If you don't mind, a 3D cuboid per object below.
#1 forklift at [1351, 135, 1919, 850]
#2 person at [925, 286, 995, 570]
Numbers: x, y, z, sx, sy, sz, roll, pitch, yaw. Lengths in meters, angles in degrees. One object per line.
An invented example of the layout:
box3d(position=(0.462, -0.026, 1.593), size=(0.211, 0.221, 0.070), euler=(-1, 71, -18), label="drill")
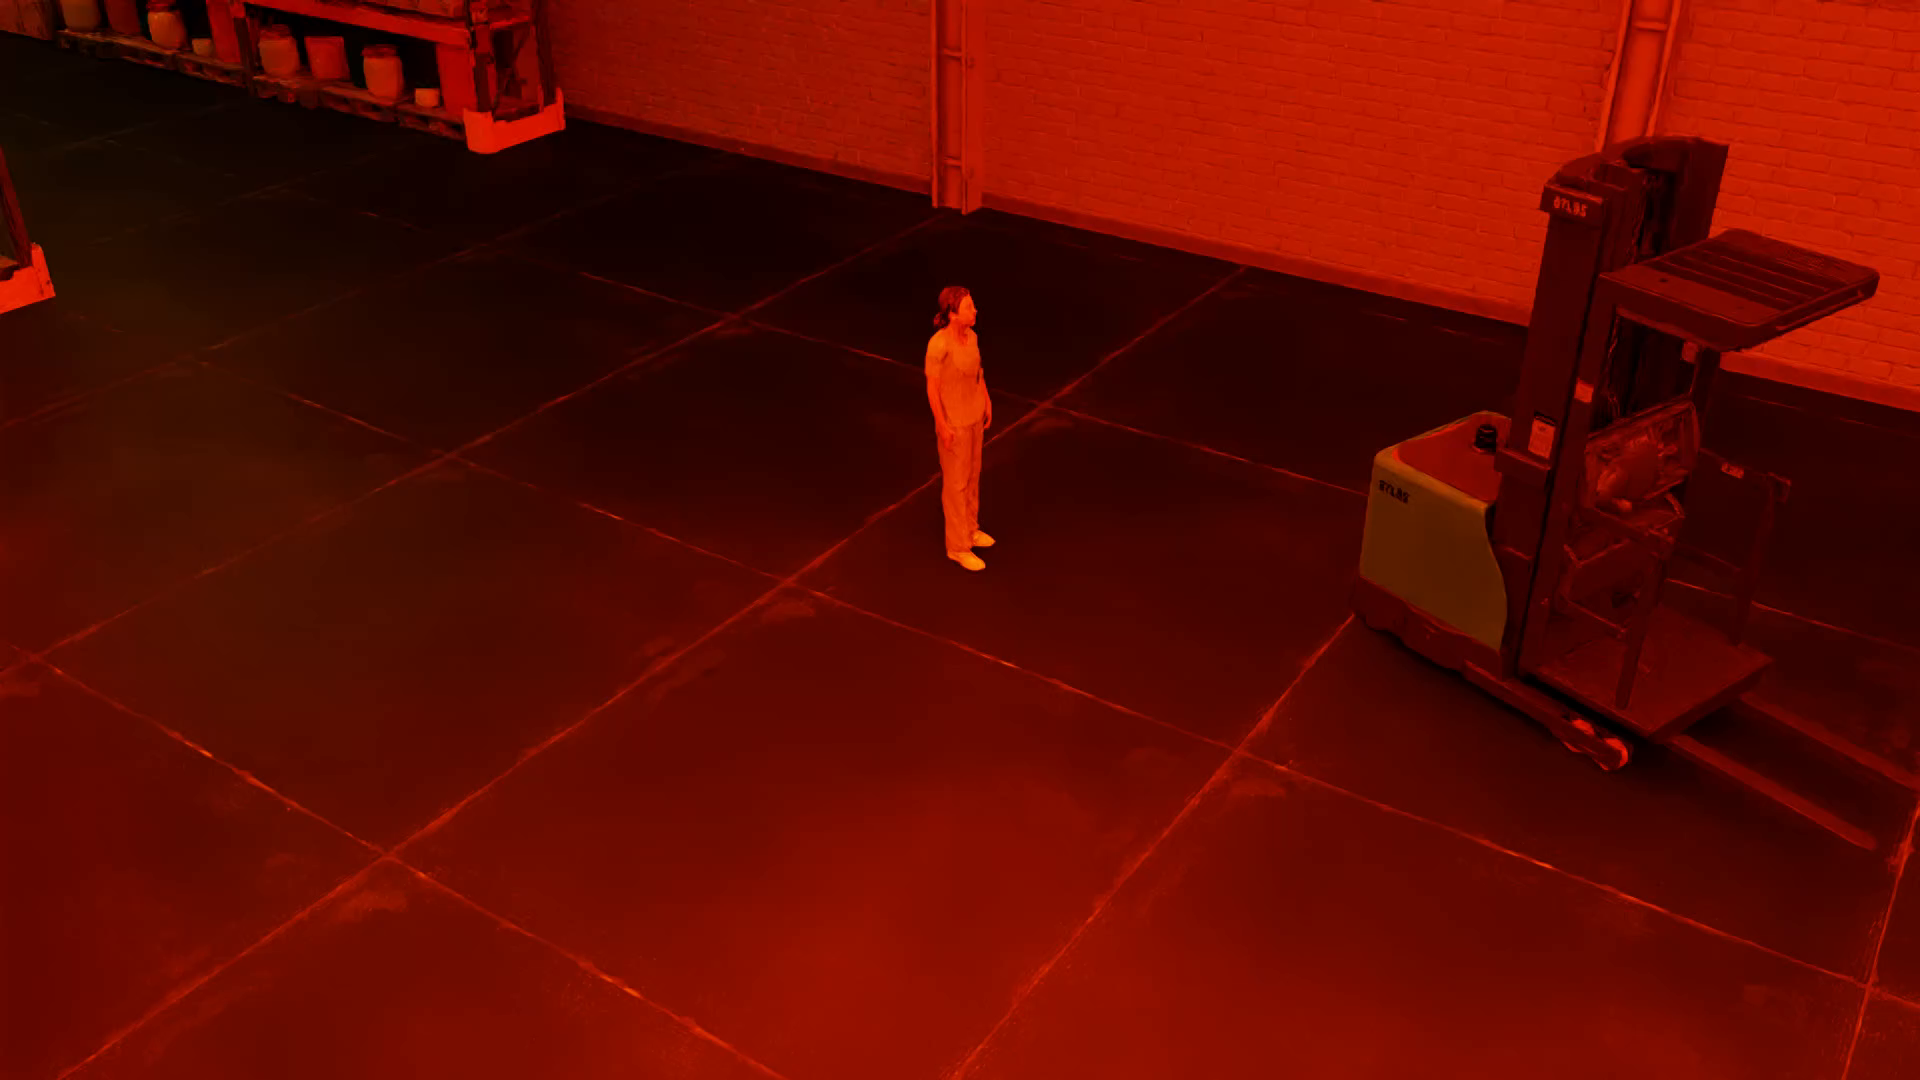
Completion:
box3d(position=(3.552, -0.370, 8.219), size=(1.130, 2.935, 3.031), euler=(-20, 36, -31), label="forklift")
box3d(position=(0.054, -0.704, 10.030), size=(0.548, 1.674, 0.550), euler=(19, 35, 29), label="person")
